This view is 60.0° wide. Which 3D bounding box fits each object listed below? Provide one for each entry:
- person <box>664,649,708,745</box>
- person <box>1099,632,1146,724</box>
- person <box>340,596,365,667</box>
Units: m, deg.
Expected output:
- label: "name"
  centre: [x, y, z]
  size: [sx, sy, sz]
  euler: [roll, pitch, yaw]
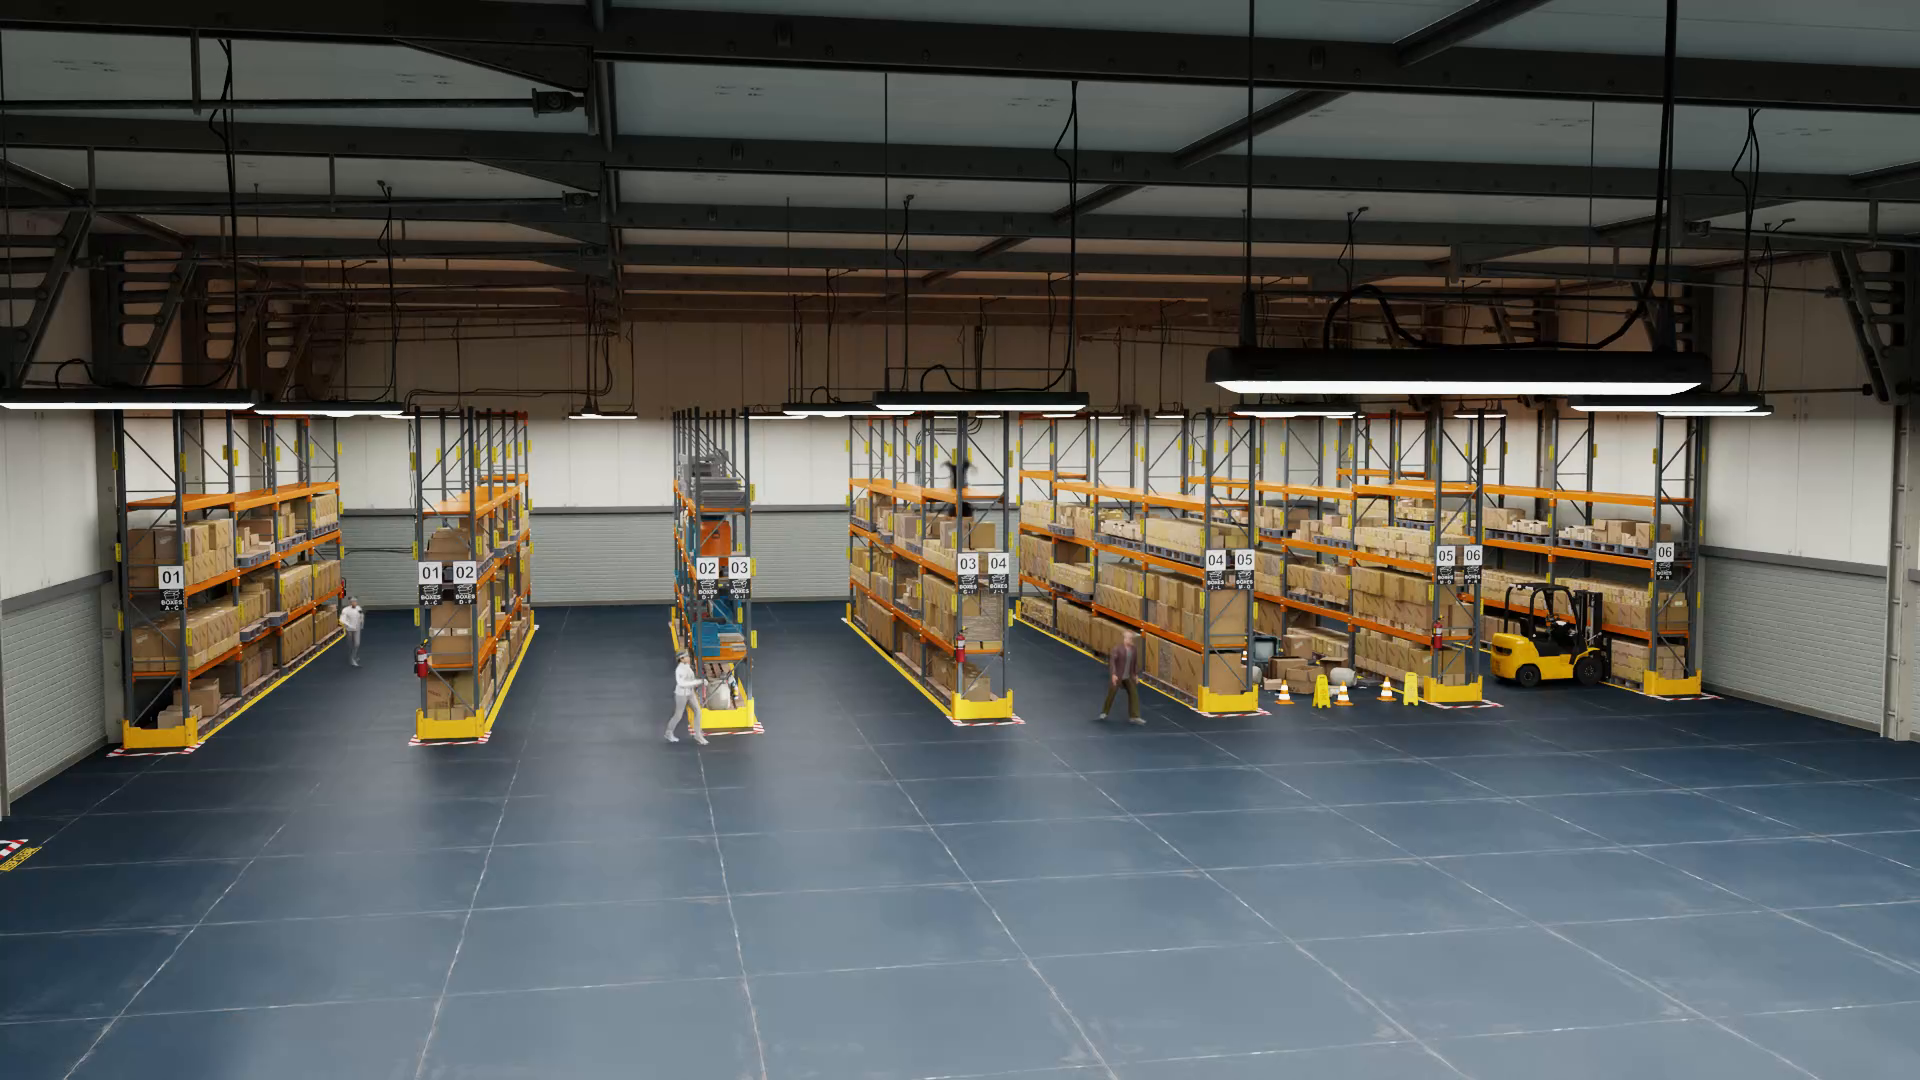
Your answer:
- label: "person"
  centre: [-4.895, 2.778, 29.408]
  size: [0.779, 1.736, 0.589]
  euler: [1, 4, 19]
- label: "person"
  centre: [3.107, 2.601, 31.665]
  size: [0.748, 1.738, 0.950]
  euler: [-2, 5, -28]
- label: "person"
  centre: [-14.284, 2.122, 39.081]
  size: [0.595, 1.665, 0.748]
  euler: [-2, 5, -30]
